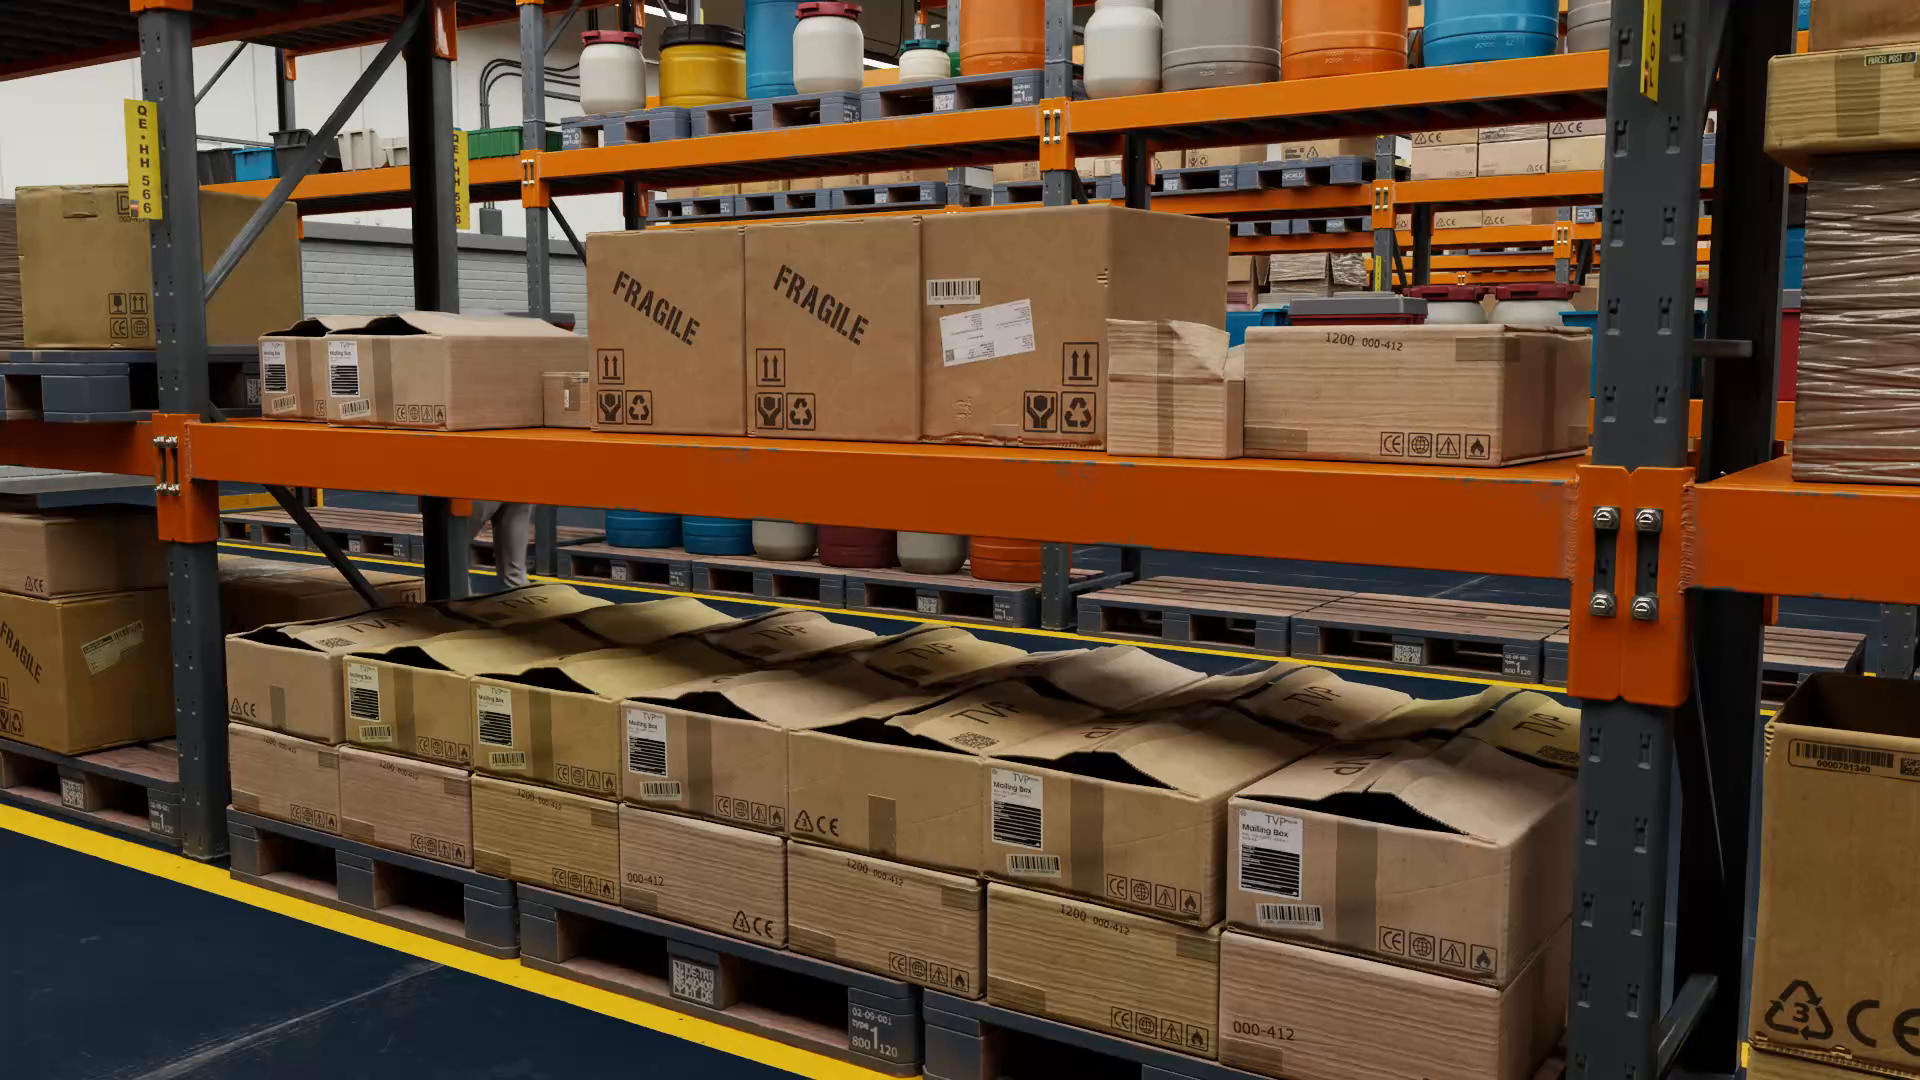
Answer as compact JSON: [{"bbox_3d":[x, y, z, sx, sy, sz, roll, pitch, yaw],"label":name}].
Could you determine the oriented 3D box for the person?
[{"bbox_3d":[-2.116,-0.181,7.484,0.532,1.728,0.506,-6,9,-44],"label":"person"}]
